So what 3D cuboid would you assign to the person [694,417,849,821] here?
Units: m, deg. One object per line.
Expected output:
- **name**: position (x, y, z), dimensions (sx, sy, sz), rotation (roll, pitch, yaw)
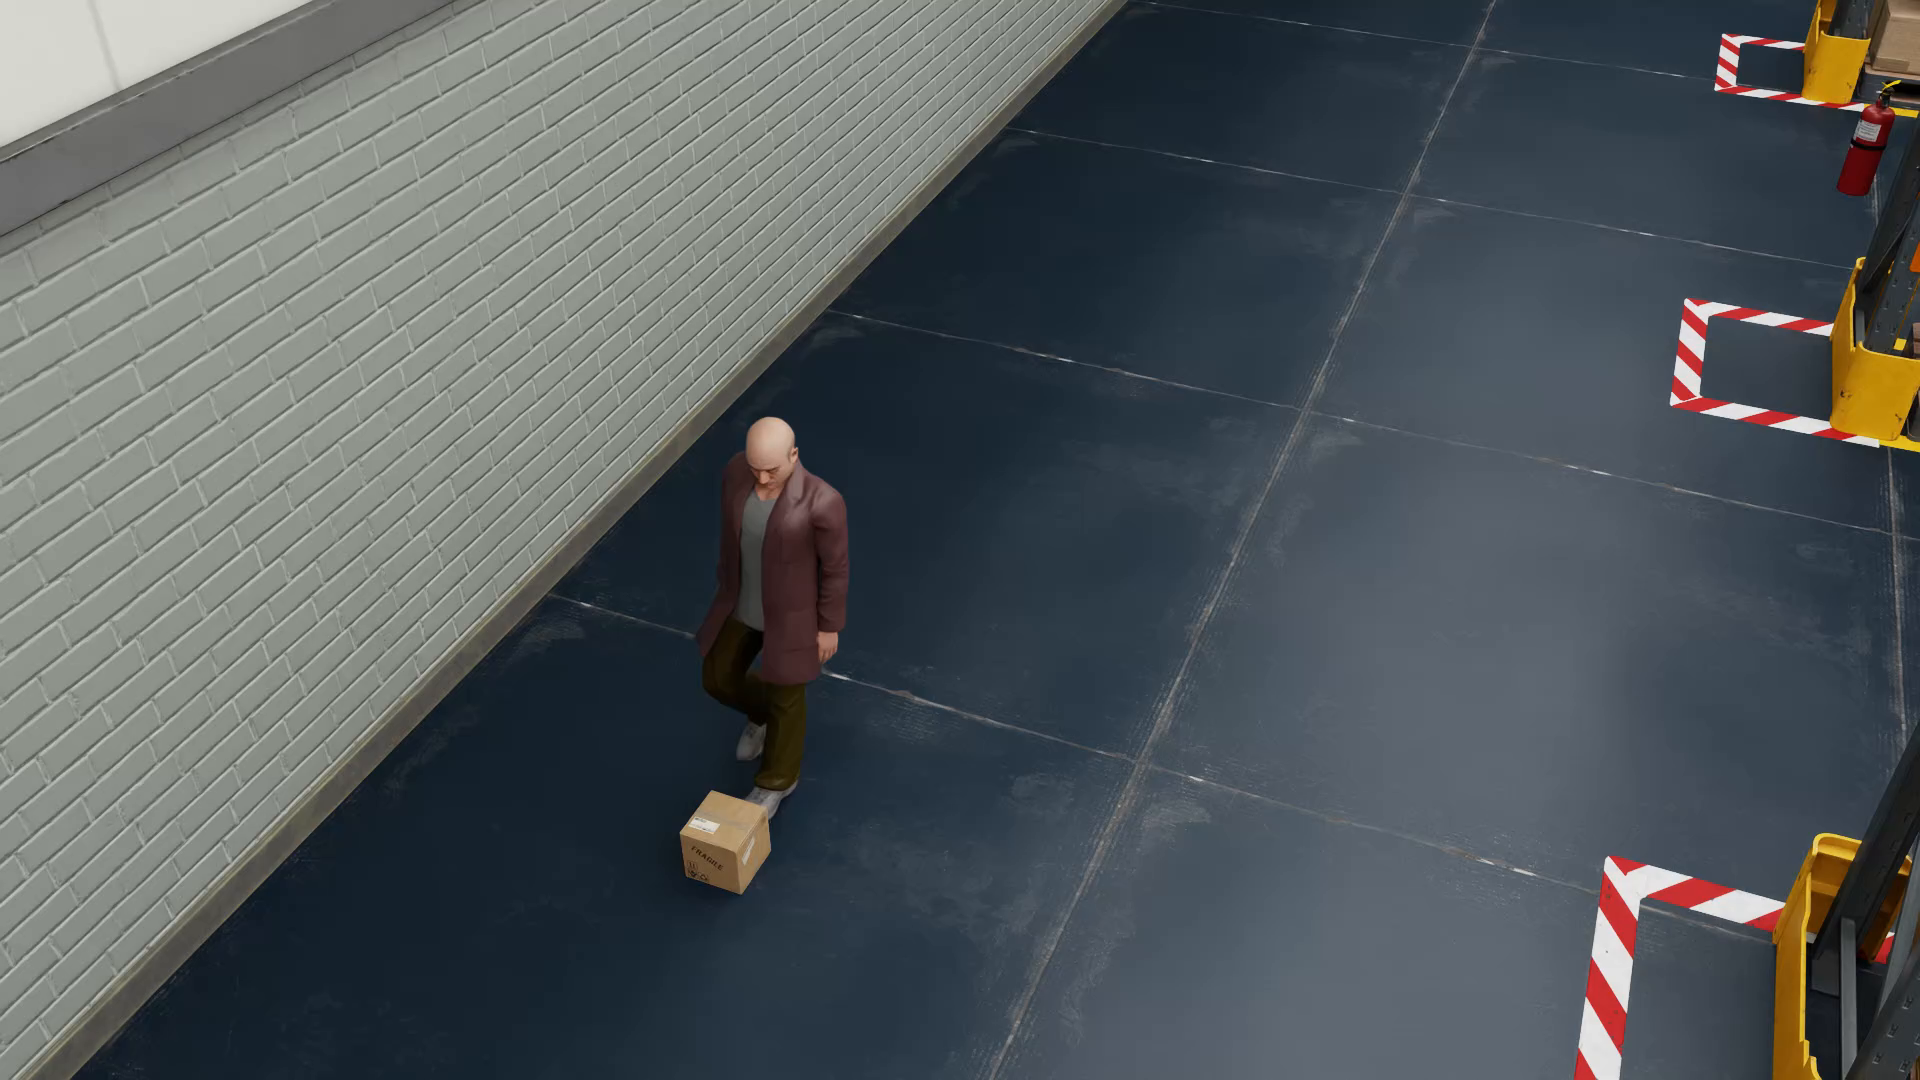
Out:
- **person**: position (-0.748, 0.301, 6.398), dimensions (0.604, 1.772, 0.632), rotation (19, 41, 24)
